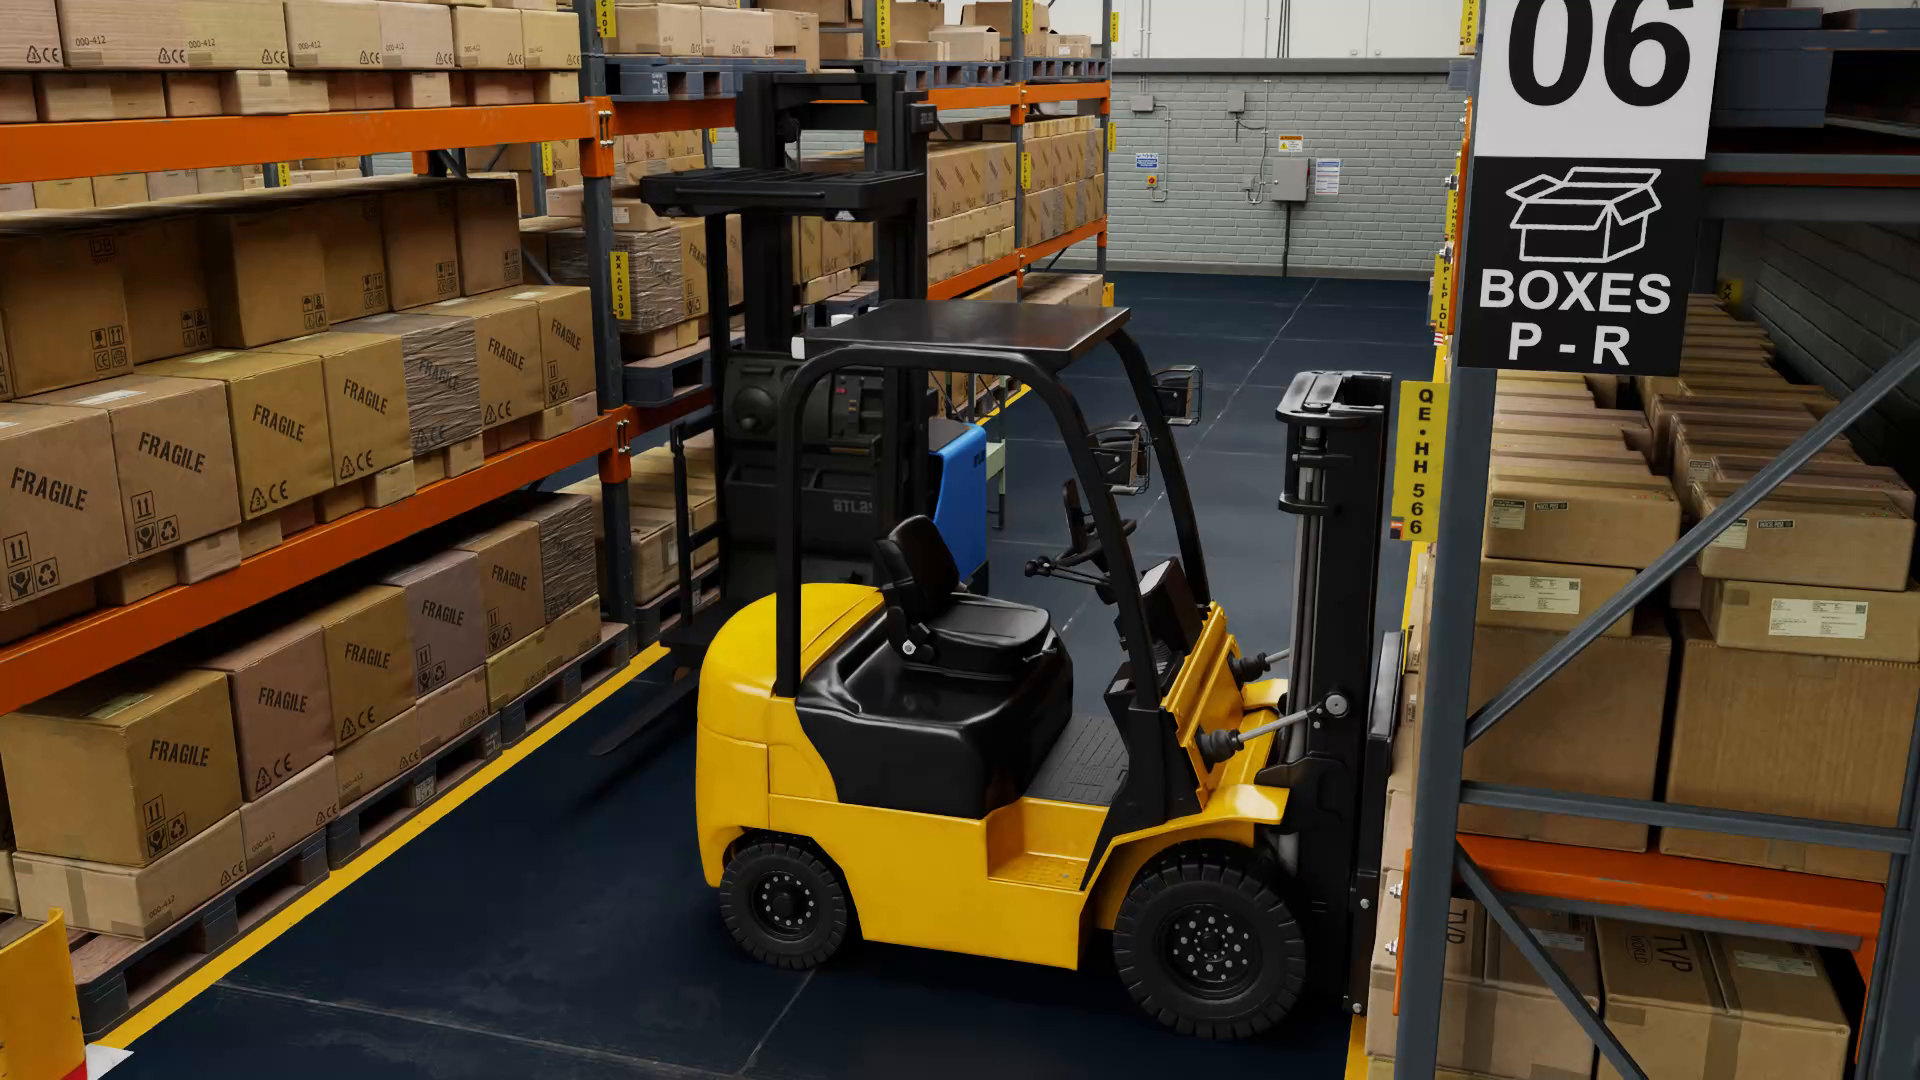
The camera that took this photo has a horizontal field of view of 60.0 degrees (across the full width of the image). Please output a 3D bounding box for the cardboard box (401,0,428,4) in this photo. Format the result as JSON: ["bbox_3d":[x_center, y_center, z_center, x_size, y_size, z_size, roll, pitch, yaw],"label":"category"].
[{"bbox_3d":[-2.348,-2.200,6.592,0.380,0.149,0.250,4,16,15],"label":"cardboard box"}]

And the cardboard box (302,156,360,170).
[{"bbox_3d":[-8.164,-5.060,21.528,0.500,0.500,0.500,5,17,17],"label":"cardboard box"}]

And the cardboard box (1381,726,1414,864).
[{"bbox_3d":[1.543,0.790,4.982,0.500,0.250,0.500,5,17,17],"label":"cardboard box"}]

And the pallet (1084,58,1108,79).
[{"bbox_3d":[1.024,-5.213,18.378,1.003,0.211,1.213,5,16,16],"label":"pallet"}]

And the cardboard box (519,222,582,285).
[{"bbox_3d":[-2.275,-1.400,8.771,0.500,0.500,0.500,4,16,15],"label":"cardboard box"}]

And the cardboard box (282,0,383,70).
[{"bbox_3d":[-2.484,-1.847,6.078,0.500,0.250,0.500,5,17,17],"label":"cardboard box"}]

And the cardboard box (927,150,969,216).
[{"bbox_3d":[-0.234,-2.950,13.719,0.500,0.500,0.500,5,17,17],"label":"cardboard box"}]

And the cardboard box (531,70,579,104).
[{"bbox_3d":[-1.983,-2.084,7.643,0.380,0.149,0.250,5,17,16],"label":"cardboard box"}]

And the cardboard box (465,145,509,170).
[{"bbox_3d":[-4.813,-4.135,17.349,0.500,0.500,0.500,4,16,14],"label":"cardboard box"}]

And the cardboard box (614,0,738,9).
[{"bbox_3d":[-1.504,-2.935,8.771,0.500,0.250,0.500,4,16,15],"label":"cardboard box"}]

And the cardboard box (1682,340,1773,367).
[{"bbox_3d":[2.378,-0.548,5.347,0.380,0.149,0.250,4,16,15],"label":"cardboard box"}]

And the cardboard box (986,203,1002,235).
[{"bbox_3d":[0.060,-2.864,14.789,0.500,0.250,0.500,5,17,17],"label":"cardboard box"}]

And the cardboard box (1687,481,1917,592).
[{"bbox_3d":[1.738,-0.012,3.459,0.380,0.149,0.250,4,16,15],"label":"cardboard box"}]

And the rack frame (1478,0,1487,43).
[{"bbox_3d":[1.437,-2.324,2.532,1.000,3.000,0.127,5,16,16],"label":"rack frame"}]

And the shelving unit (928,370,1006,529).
[{"bbox_3d":[-0.002,-0.720,10.619,0.431,1.500,0.755,5,16,16],"label":"shelving unit"}]

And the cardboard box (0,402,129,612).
[{"bbox_3d":[-2.922,-0.115,5.011,0.500,0.500,0.500,4,16,15],"label":"cardboard box"}]

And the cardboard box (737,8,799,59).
[{"bbox_3d":[-1.455,-3.006,10.245,0.797,0.503,0.637,5,16,16],"label":"cardboard box"}]

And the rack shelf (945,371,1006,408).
[{"bbox_3d":[-0.002,-1.095,10.512,0.431,0.370,0.720,5,16,16],"label":"rack shelf"}]

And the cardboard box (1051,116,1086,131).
[{"bbox_3d":[1.162,-4.534,18.115,0.380,0.149,0.250,5,17,17],"label":"cardboard box"}]

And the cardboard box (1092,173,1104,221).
[{"bbox_3d":[1.341,-3.909,18.931,0.500,0.500,0.500,5,17,16],"label":"cardboard box"}]

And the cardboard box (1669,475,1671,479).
[{"bbox_3d":[2.004,-0.067,4.198,0.380,0.149,0.250,4,16,14],"label":"cardboard box"}]

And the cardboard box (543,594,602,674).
[{"bbox_3d":[-2.096,0.428,8.092,0.500,0.250,0.500,5,17,18],"label":"cardboard box"}]

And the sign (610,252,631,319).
[{"bbox_3d":[-1.663,-1.245,8.134,0.100,0.325,0.005,5,16,16],"label":"sign"}]

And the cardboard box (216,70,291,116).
[{"bbox_3d":[-2.554,-1.544,5.739,0.380,0.149,0.250,5,17,17],"label":"cardboard box"}]

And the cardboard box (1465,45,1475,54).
[{"bbox_3d":[3.969,-3.698,12.381,0.380,0.149,0.250,5,17,17],"label":"cardboard box"}]

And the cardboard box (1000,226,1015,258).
[{"bbox_3d":[0.202,-2.752,15.310,0.500,0.250,0.500,4,16,15],"label":"cardboard box"}]

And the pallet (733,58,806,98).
[{"bbox_3d":[-1.617,-2.646,9.507,1.213,0.211,1.003,5,16,16],"label":"pallet"}]

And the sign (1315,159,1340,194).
[{"bbox_3d":[5.309,-5.254,24.029,0.329,0.494,0.001,5,16,16],"label":"sign"}]

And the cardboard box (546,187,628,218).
[{"bbox_3d":[-2.088,-1.893,9.320,0.380,0.149,0.250,4,16,14],"label":"cardboard box"}]

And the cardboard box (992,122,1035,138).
[{"bbox_3d":[0.516,-4.003,16.242,0.380,0.149,0.250,4,16,15],"label":"cardboard box"}]

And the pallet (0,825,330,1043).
[{"bbox_3d":[-3.036,1.290,5.894,1.003,0.211,1.213,5,16,16],"label":"pallet"}]

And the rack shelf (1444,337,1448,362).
[{"bbox_3d":[3.143,-0.661,8.983,1.077,0.370,4.000,5,16,16],"label":"rack shelf"}]

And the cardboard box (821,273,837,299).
[{"bbox_3d":[-1.031,-1.682,10.951,0.380,0.149,0.250,4,16,13],"label":"cardboard box"}]

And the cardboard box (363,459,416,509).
[{"bbox_3d":[-2.410,-0.239,6.635,0.380,0.149,0.250,5,17,16],"label":"cardboard box"}]

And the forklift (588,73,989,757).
[{"bbox_3d":[-0.769,-0.676,7.841,1.130,2.935,3.031,5,17,17],"label":"forklift"}]

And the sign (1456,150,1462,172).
[{"bbox_3d":[5.464,-4.082,18.138,0.100,0.325,0.005,5,16,16],"label":"sign"}]

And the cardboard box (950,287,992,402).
[{"bbox_3d":[-0.261,-1.736,14.576,0.875,0.875,0.875,5,17,17],"label":"cardboard box"}]

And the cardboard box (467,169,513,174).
[{"bbox_3d":[-4.821,-3.658,17.502,0.500,0.500,0.500,5,16,16],"label":"cardboard box"}]

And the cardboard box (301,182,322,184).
[{"bbox_3d":[-5.754,-3.141,15.008,0.380,0.149,0.250,5,17,19],"label":"cardboard box"}]

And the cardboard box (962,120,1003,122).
[{"bbox_3d":[0.221,-4.169,16.825,0.380,0.149,0.250,4,16,15],"label":"cardboard box"}]

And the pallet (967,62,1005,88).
[{"bbox_3d":[-0.126,-4.069,14.530,0.805,0.209,1.217,4,16,14],"label":"pallet"}]

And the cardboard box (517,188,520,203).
[{"bbox_3d":[-4.611,-3.423,16.548,0.380,0.149,0.250,5,17,18],"label":"cardboard box"}]

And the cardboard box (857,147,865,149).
[{"bbox_3d":[-0.576,-3.131,14.356,0.500,0.500,0.500,4,16,14],"label":"cardboard box"}]

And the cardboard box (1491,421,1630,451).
[{"bbox_3d":[1.426,-0.189,4.080,0.380,0.149,0.250,5,17,17],"label":"cardboard box"}]

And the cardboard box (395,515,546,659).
[{"bbox_3d":[-2.240,0.201,7.520,0.500,0.500,0.500,5,17,17],"label":"cardboard box"}]

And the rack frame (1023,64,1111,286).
[{"bbox_3d":[1.224,-4.008,19.462,1.000,3.000,0.127,5,16,16],"label":"rack frame"}]

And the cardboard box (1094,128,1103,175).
[{"bbox_3d":[1.316,-4.392,18.802,0.500,0.500,0.500,5,17,18],"label":"cardboard box"}]

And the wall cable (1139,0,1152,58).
[{"bbox_3d":[2.571,-8.404,23.967,0.463,3.000,0.029,5,16,16],"label":"wall cable"}]

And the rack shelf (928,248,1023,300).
[{"bbox_3d":[-0.481,-2.092,14.026,1.077,0.370,4.000,5,16,16],"label":"rack shelf"}]

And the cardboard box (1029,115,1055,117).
[{"bbox_3d":[0.852,-4.703,18.710,0.380,0.149,0.250,5,17,17],"label":"cardboard box"}]

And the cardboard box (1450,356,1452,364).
[{"bbox_3d":[1.971,-0.584,6.021,0.380,0.149,0.250,5,17,17],"label":"cardboard box"}]
